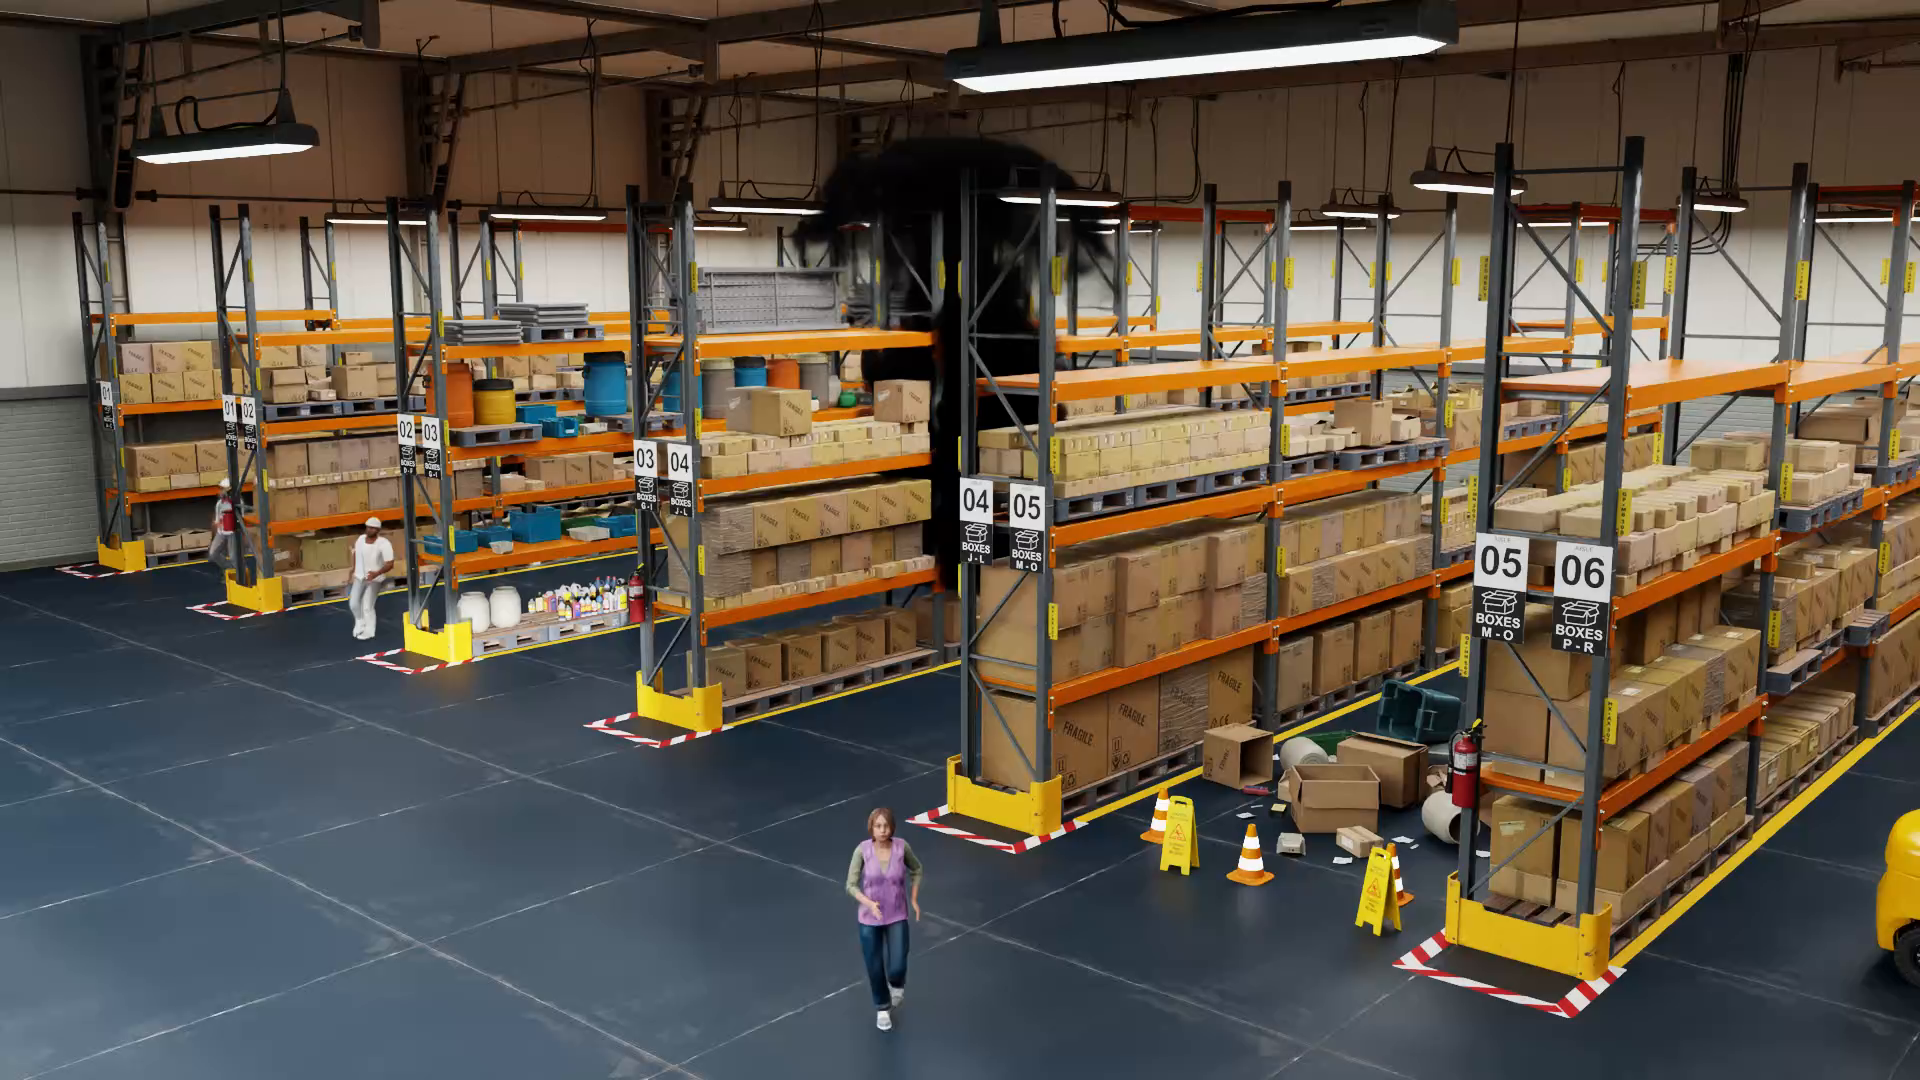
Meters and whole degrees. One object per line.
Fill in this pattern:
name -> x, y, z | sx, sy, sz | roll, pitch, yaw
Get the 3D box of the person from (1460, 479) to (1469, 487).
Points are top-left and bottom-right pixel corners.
person -> 8.229, -0.164, 27.106 | 0.632, 1.685, 0.804 | 9, 13, 43

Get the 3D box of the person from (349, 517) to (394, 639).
person -> -8.122, 0.532, 22.875 | 0.719, 1.710, 0.557 | 2, 10, 10

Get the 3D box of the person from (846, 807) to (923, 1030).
person -> -0.501, 2.568, 11.185 | 0.528, 1.562, 0.531 | -1, 10, -5

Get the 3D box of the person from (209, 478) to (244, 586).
person -> -11.754, -0.120, 26.724 | 0.661, 1.760, 0.671 | 5, 11, 26
